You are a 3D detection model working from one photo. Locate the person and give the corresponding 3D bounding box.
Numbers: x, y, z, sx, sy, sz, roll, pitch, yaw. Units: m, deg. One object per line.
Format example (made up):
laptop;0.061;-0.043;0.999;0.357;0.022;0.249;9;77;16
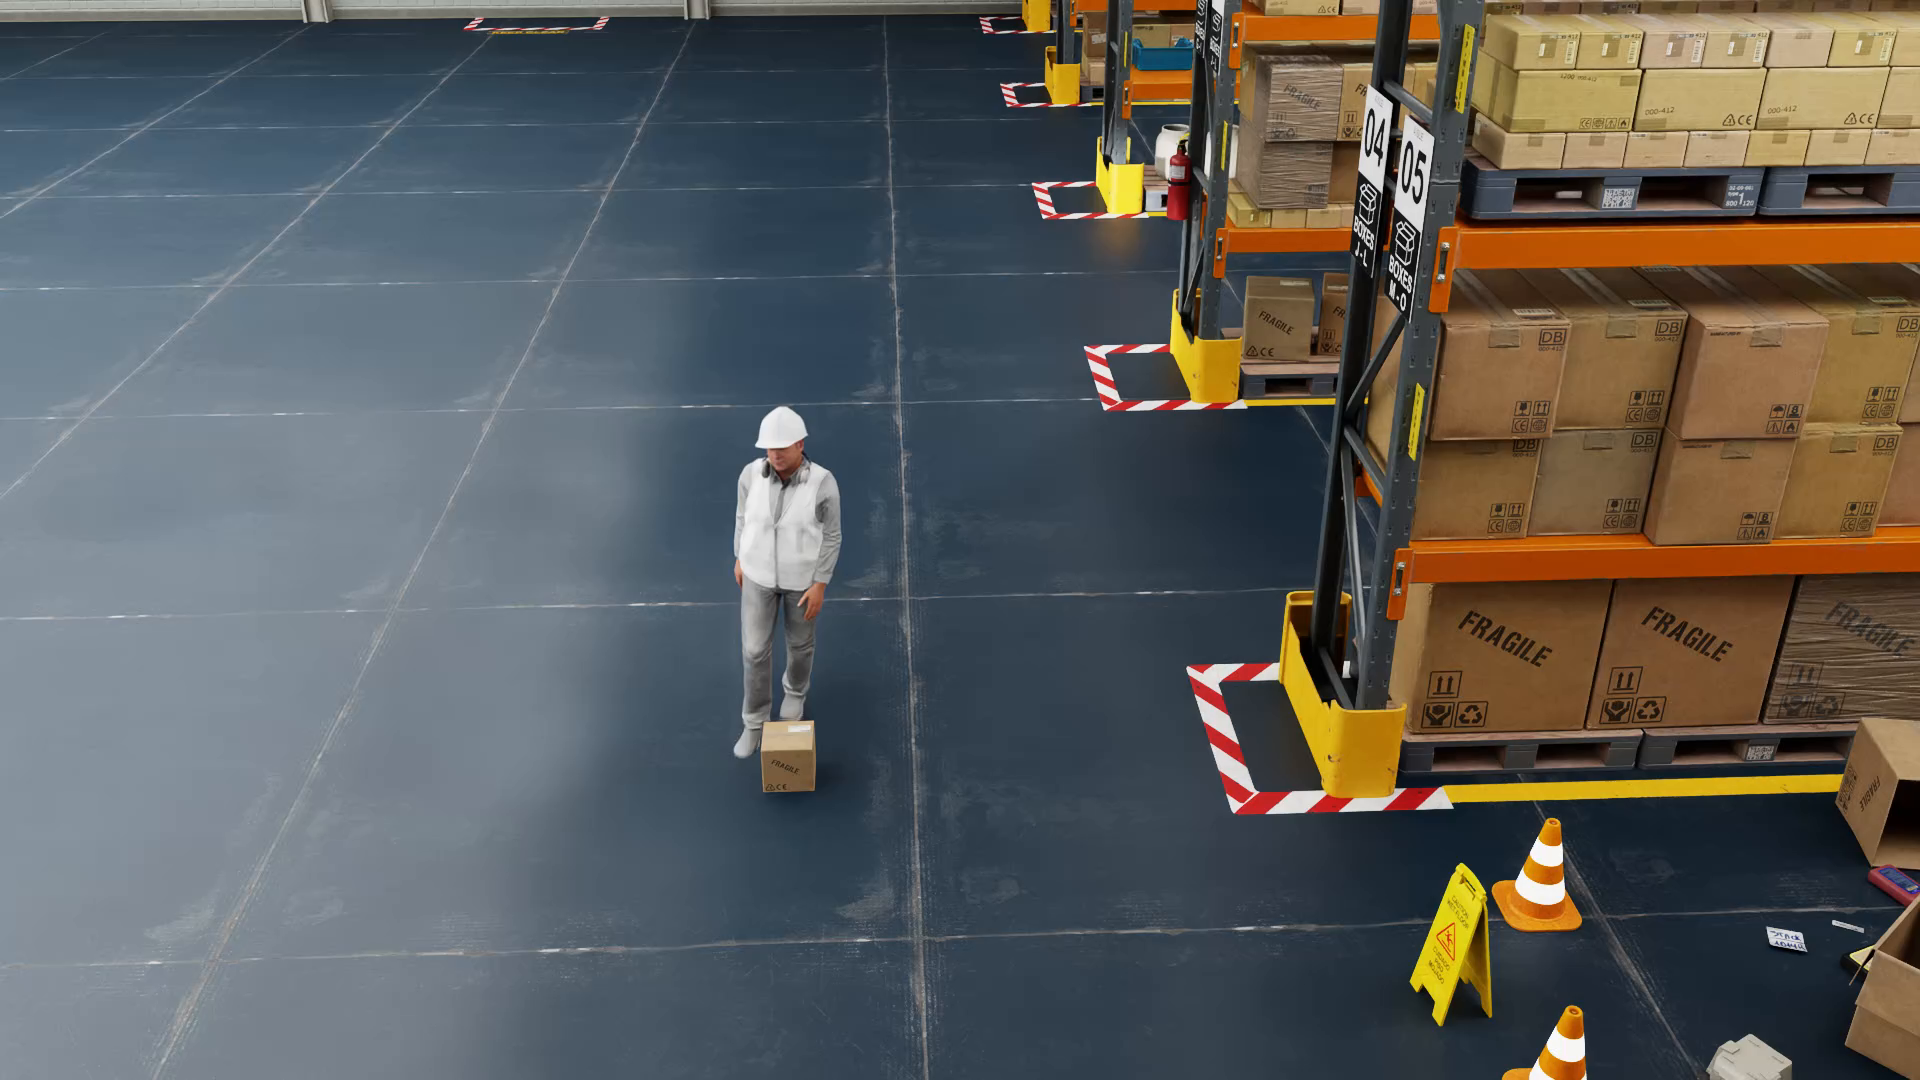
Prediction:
person;-0.863;0.211;8.226;0.581;1.835;0.609;3;27;5
